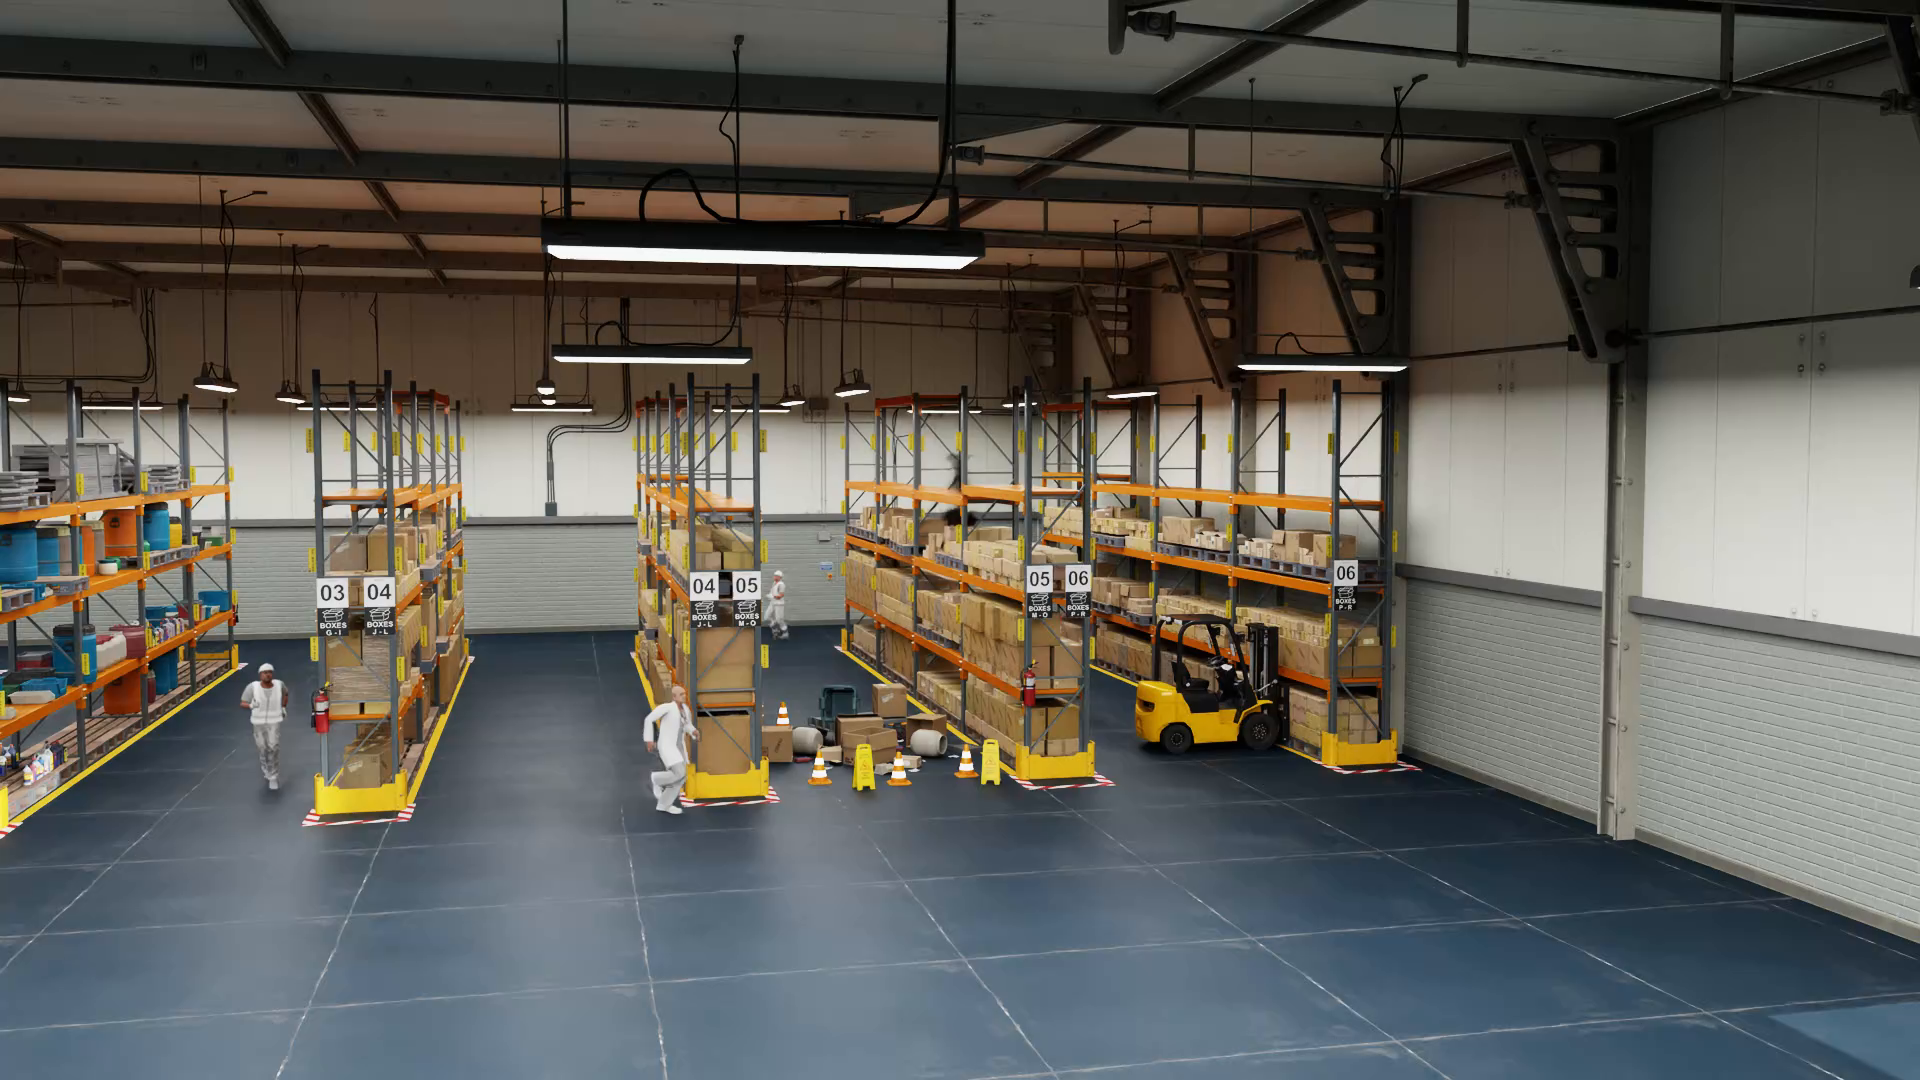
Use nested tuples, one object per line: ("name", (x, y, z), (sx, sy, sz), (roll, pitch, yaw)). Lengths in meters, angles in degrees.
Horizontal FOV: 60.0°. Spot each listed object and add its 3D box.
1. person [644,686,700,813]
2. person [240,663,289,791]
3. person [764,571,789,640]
("person", (-3.850, 2.849, 22.542), (0.648, 1.729, 0.754), (2, 4, 30))
("person", (-10.160, 2.715, 24.313), (0.646, 1.847, 0.796), (-1, 4, -21))
("person", (-4.682, 1.668, 42.278), (0.694, 1.778, 0.641), (-3, 4, -39))
